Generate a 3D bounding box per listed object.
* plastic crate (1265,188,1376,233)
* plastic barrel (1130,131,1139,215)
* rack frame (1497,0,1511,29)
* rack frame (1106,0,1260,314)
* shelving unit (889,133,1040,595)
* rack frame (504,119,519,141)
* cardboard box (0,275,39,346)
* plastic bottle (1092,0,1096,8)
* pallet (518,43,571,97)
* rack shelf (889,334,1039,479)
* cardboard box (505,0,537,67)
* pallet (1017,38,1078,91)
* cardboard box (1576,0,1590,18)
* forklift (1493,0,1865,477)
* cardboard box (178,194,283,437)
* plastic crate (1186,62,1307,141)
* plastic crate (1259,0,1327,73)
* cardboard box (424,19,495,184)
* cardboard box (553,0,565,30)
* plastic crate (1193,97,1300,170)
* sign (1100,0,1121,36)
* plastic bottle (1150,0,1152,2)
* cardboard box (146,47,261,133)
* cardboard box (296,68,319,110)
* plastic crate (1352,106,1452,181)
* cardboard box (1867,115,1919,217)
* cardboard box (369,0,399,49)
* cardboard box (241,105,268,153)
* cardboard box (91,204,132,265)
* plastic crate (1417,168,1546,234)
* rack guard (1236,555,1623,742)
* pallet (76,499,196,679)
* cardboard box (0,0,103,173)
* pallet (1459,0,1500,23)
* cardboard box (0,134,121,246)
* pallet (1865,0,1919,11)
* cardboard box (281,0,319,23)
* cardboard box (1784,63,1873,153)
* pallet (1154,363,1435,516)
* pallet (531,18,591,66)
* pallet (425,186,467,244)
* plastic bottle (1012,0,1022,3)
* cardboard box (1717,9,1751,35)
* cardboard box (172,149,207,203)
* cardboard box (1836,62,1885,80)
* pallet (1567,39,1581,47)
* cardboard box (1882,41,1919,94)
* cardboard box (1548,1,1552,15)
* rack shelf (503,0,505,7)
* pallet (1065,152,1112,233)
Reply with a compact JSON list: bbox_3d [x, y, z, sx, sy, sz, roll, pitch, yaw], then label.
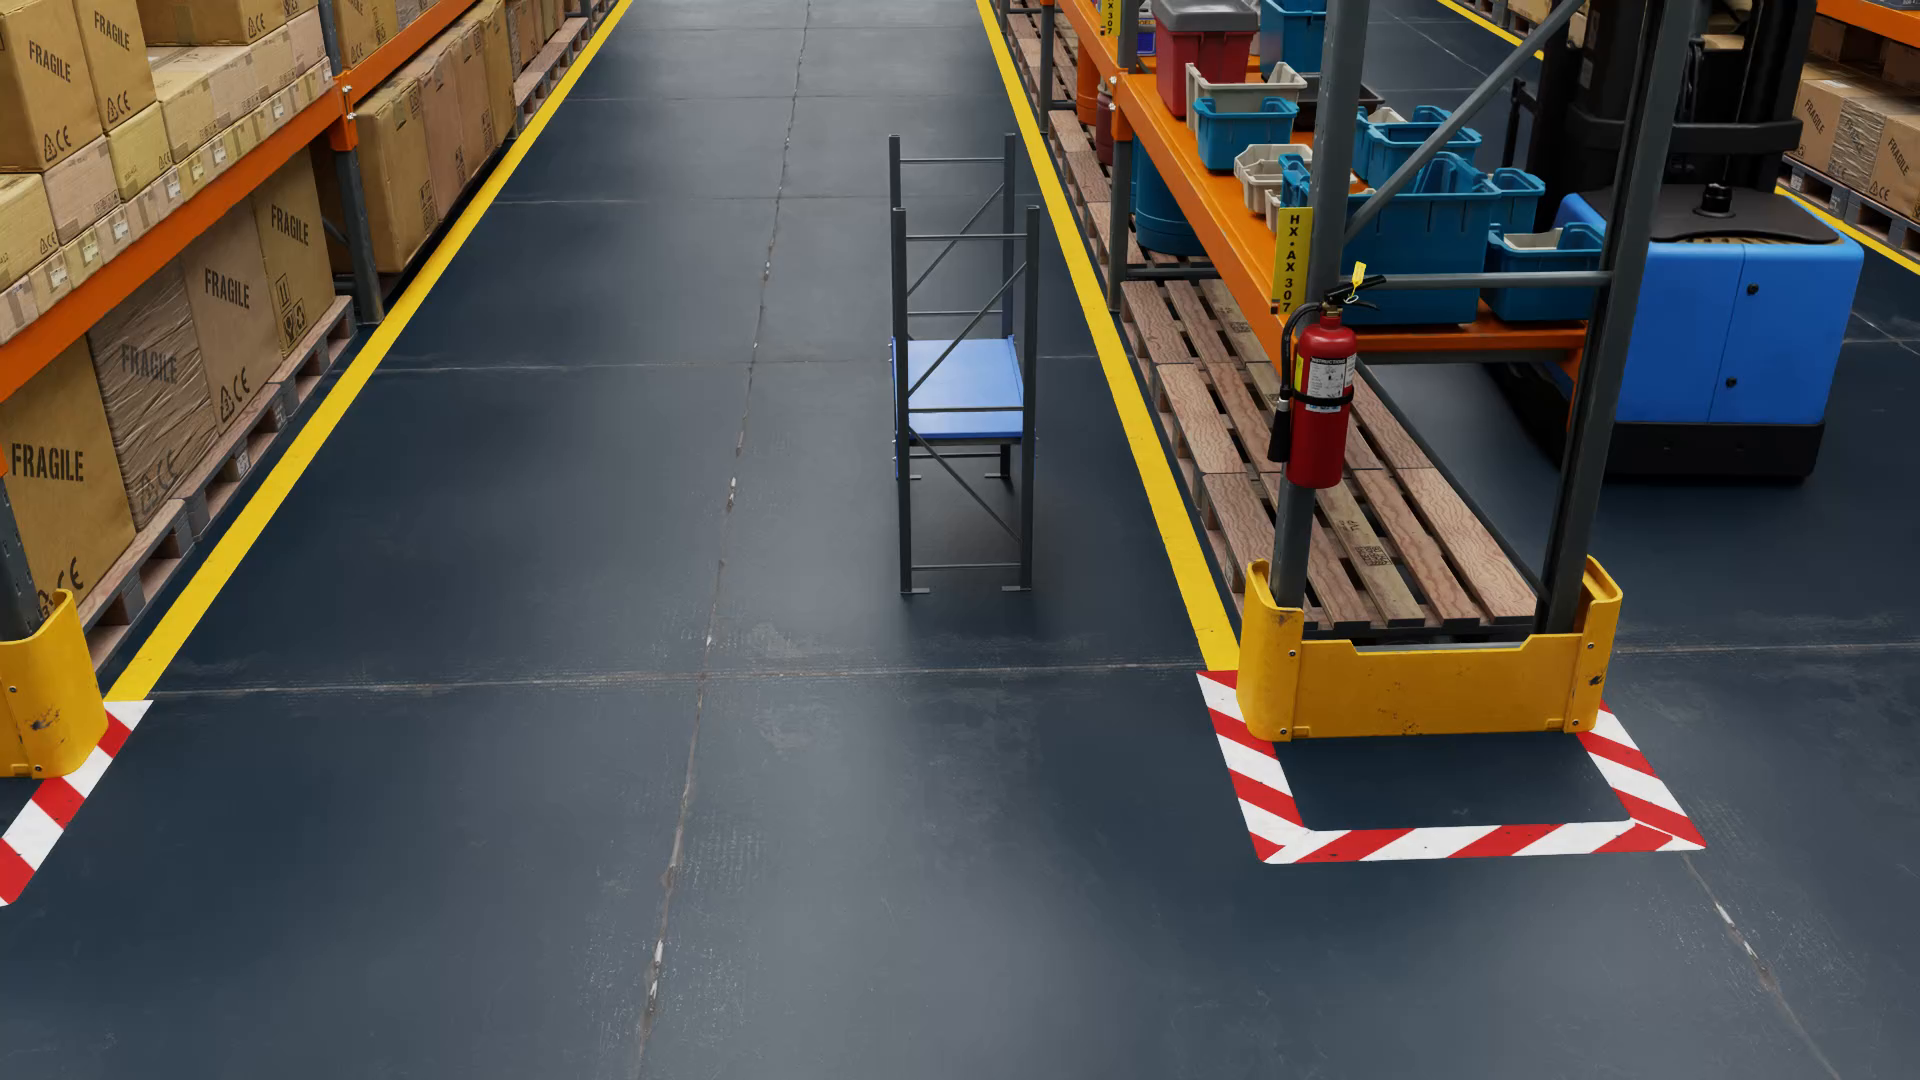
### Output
[{"bbox_3d":[1.301,-1.184,5.997,0.396,0.136,0.243,-1,28,-3],"label":"plastic crate"},{"bbox_3d":[1.268,-2.450,10.019,0.600,0.901,0.708,-1,28,-3],"label":"plastic barrel"},{"bbox_3d":[5.845,-6.428,15.831,1.000,3.000,0.127,-1,28,-3],"label":"rack frame"},{"bbox_3d":[1.316,-2.615,8.521,1.000,3.000,0.127,-1,28,-3],"label":"rack frame"},{"bbox_3d":[-0.004,-0.704,6.479,0.538,1.500,1.048,-1,28,-3],"label":"shelving unit"},{"bbox_3d":[-3.839,-4.343,11.834,1.000,3.000,0.127,-1,28,-3],"label":"rack frame"},{"bbox_3d":[-3.110,-0.709,5.138,0.380,0.149,0.250,-1,28,-2],"label":"cardboard box"},{"bbox_3d":[0.851,-3.415,10.179,0.061,0.283,0.133,-1,28,-3],"label":"plastic bottle"},{"bbox_3d":[-3.939,-4.030,14.248,1.003,0.211,1.213,-1,28,-3],"label":"pallet"},{"bbox_3d":[-0.004,-0.545,6.562,0.538,0.185,1.000,-1,28,-3],"label":"rack shelf"},{"bbox_3d":[-3.972,-4.256,13.894,0.700,0.500,0.500,1,28,2],"label":"cardboard box"},{"bbox_3d":[1.045,-4.147,14.473,1.003,0.211,1.213,-1,28,-3],"label":"pallet"},{"bbox_3d":[5.700,-4.737,14.501,0.500,0.311,0.500,-1,28,-1],"label":"cardboard box"},{"bbox_3d":[3.221,-2.213,7.823,1.130,2.935,3.031,1,28,2],"label":"forklift"},{"bbox_3d":[-3.628,-1.018,7.301,0.875,0.875,0.875,-1,28,-3],"label":"cardboard box"},{"bbox_3d":[1.212,-1.880,7.174,0.437,0.282,0.530,-1,28,-3],"label":"plastic crate"},{"bbox_3d":[1.681,-2.428,8.113,0.392,0.384,0.575,-1,28,-3],"label":"plastic crate"},{"bbox_3d":[-3.785,-2.856,10.826,1.225,0.875,0.875,-1,28,-2],"label":"cardboard box"},{"bbox_3d":[-4.037,-4.993,15.307,0.700,0.500,0.500,-3,28,-7],"label":"cardboard box"},{"bbox_3d":[1.162,-1.663,6.811,0.416,0.233,0.300,-1,28,-3],"label":"plastic crate"},{"bbox_3d":[0.767,-2.726,8.433,0.100,0.325,0.005,-1,28,-3],"label":"sign"},{"bbox_3d":[1.086,-3.014,9.338,0.144,0.351,0.185,-1,28,-3],"label":"plastic bottle"},{"bbox_3d":[-3.288,-1.889,6.969,0.500,0.250,0.500,-1,28,-2],"label":"cardboard box"},{"bbox_3d":[-3.273,-2.132,7.867,0.380,0.149,0.250,-1,28,-2],"label":"cardboard box"},{"bbox_3d":[1.757,-1.589,6.670,0.416,0.233,0.300,-1,28,-3],"label":"plastic crate"},{"bbox_3d":[5.934,-2.270,10.085,0.500,0.500,0.500,-1,28,-2],"label":"cardboard box"},{"bbox_3d":[-3.431,-2.991,9.133,0.500,0.500,0.500,-1,28,-3],"label":"cardboard box"},{"bbox_3d":[-3.233,-1.776,7.184,0.380,0.149,0.250,-1,28,-2],"label":"cardboard box"},{"bbox_3d":[-3.153,-1.066,5.822,0.380,0.149,0.250,-2,28,-3],"label":"cardboard box"},{"bbox_3d":[1.807,-1.147,5.821,0.416,0.233,0.300,-1,28,-3],"label":"plastic crate"},{"bbox_3d":[1.539,0.351,5.537,1.175,0.500,0.348,-1,28,-3],"label":"rack guard"},{"bbox_3d":[-3.541,0.220,6.099,1.003,0.211,1.213,-1,28,-3],"label":"pallet"},{"bbox_3d":[-3.202,-1.506,5.423,0.500,0.500,0.500,-2,28,-4],"label":"cardboard box"},{"bbox_3d":[5.846,-5.560,17.182,1.003,0.211,1.213,-1,28,-3],"label":"pallet"},{"bbox_3d":[-3.210,-1.182,5.613,0.500,0.250,0.500,-2,28,-3],"label":"cardboard box"},{"bbox_3d":[6.161,-3.598,10.611,1.003,0.211,1.213,-1,28,-3],"label":"pallet"},{"bbox_3d":[-3.339,-2.688,7.690,0.500,0.500,0.500,-1,28,-1],"label":"cardboard box"},{"bbox_3d":[5.847,-2.977,11.441,0.500,0.500,0.500,-2,28,-3],"label":"cardboard box"},{"bbox_3d":[1.460,-0.476,7.434,1.003,0.211,1.213,-1,28,-3],"label":"pallet"},{"bbox_3d":[-4.005,-4.594,15.331,1.003,0.211,1.213,-1,28,-3],"label":"pallet"},{"bbox_3d":[-3.812,-2.179,10.699,1.003,0.211,1.213,-1,28,-3],"label":"pallet"},{"bbox_3d":[0.569,-5.424,16.457,0.097,0.201,0.097,0,28,0],"label":"plastic bottle"},{"bbox_3d":[6.320,-4.045,13.175,0.500,0.311,0.500,0,28,-1],"label":"cardboard box"},{"bbox_3d":[-3.192,-1.419,6.500,0.380,0.149,0.250,-2,28,-4],"label":"cardboard box"},{"bbox_3d":[6.364,-3.002,11.490,0.500,0.500,0.500,-2,28,-5],"label":"cardboard box"},{"bbox_3d":[5.990,-4.287,14.742,1.003,0.211,1.213,-1,28,-3],"label":"pallet"},{"bbox_3d":[6.402,-3.075,10.819,0.500,0.250,0.500,-2,28,-4],"label":"cardboard box"},{"bbox_3d":[5.674,-4.727,15.090,0.500,0.250,0.500,-2,28,-4],"label":"cardboard box"},{"bbox_3d":[-3.943,-4.948,13.771,1.077,0.370,4.000,-1,28,-3],"label":"rack shelf"},{"bbox_3d":[1.251,-2.301,10.934,1.003,0.211,1.213,-1,28,-3],"label":"pallet"}]
